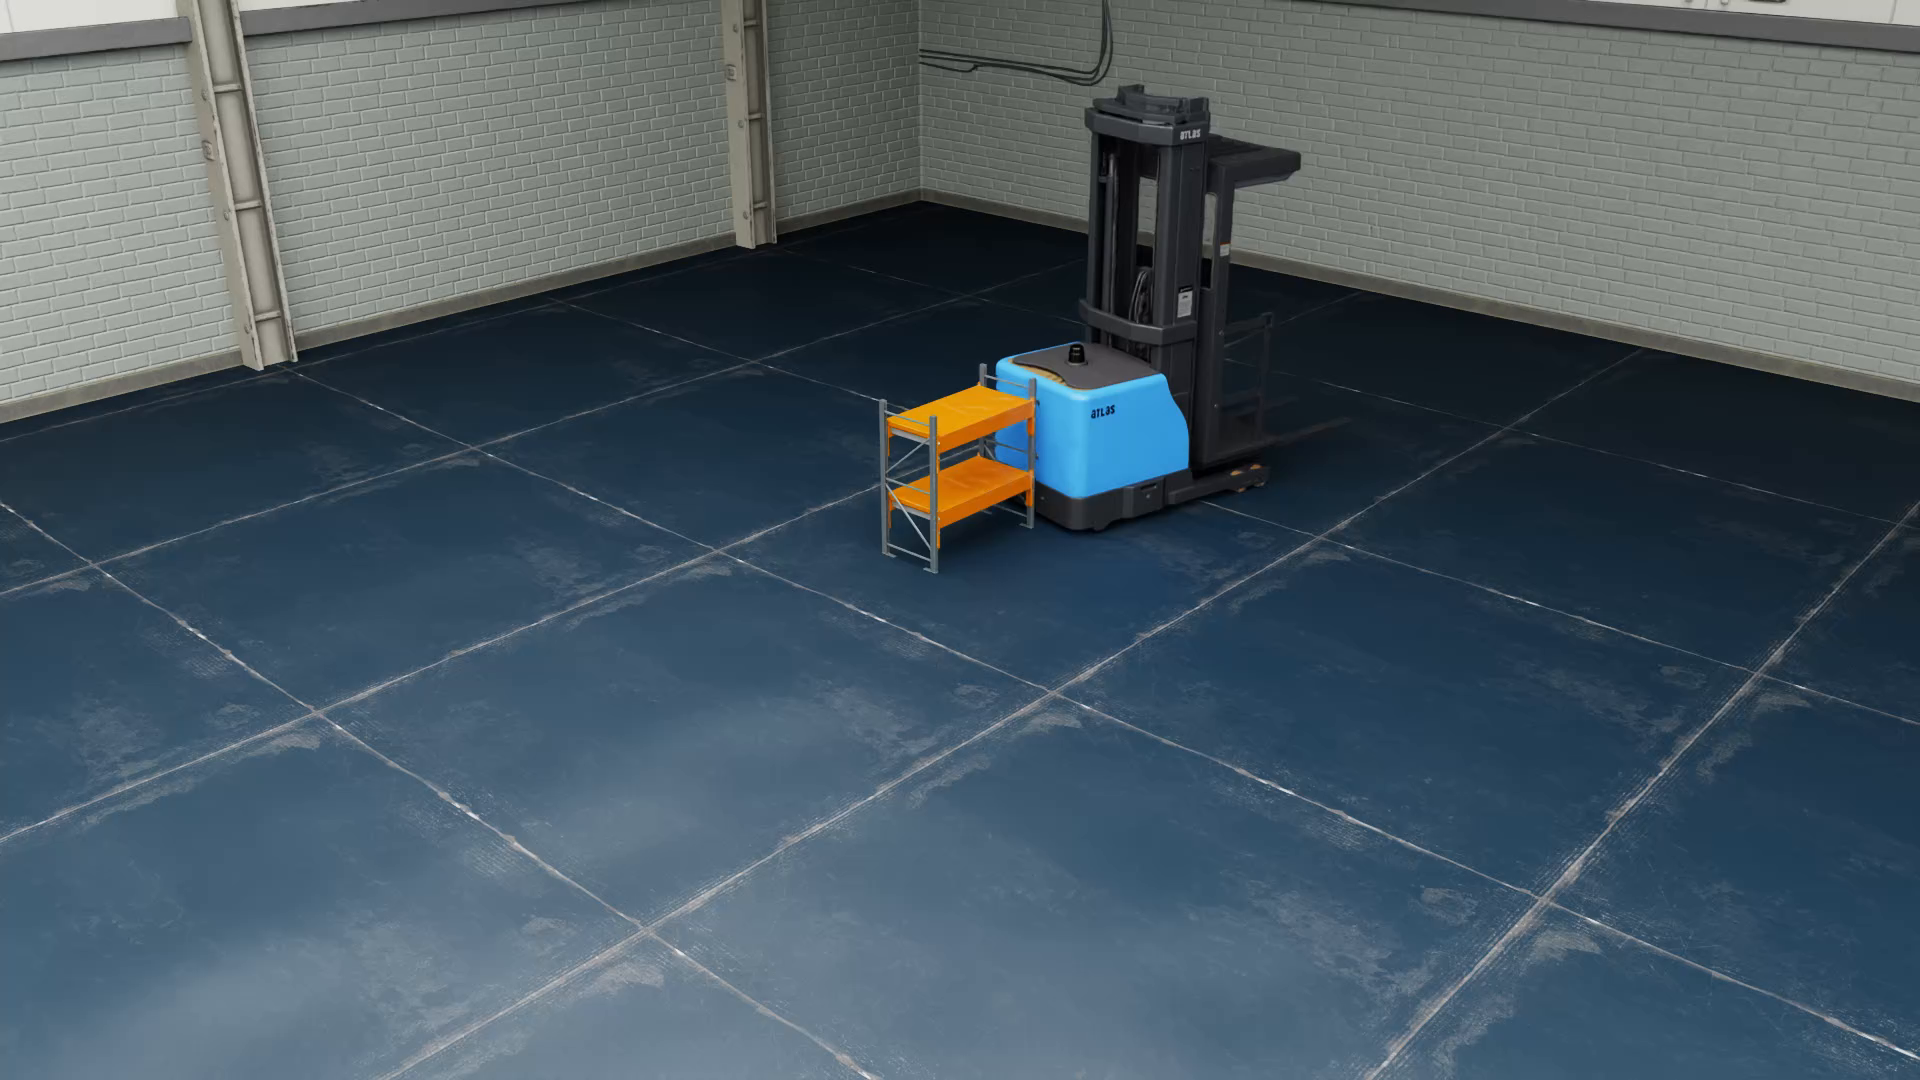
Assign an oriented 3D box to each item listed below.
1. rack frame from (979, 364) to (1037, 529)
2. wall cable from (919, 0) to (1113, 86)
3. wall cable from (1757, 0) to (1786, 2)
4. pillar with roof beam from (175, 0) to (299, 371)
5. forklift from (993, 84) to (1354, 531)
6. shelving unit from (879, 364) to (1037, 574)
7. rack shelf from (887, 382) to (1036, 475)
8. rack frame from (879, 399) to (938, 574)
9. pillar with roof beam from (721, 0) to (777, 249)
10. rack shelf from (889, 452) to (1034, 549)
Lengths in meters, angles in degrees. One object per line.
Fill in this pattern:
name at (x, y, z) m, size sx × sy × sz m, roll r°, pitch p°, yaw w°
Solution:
rack frame at (0.335, -0.666, 11.861) m, size 0.500 × 1.125 × 0.032 m, roll 20°, pitch 31°, yaw 38°
wall cable at (0.558, -6.703, 19.496) m, size 3.097 × 2.526 × 0.112 m, roll 20°, pitch 31°, yaw 38°
wall cable at (7.617, -7.075, 12.373) m, size 2.305 × 6.003 × 0.169 m, roll 20°, pitch 31°, yaw 38°
pillar with roof beam at (-3.192, -4.580, 10.966) m, size 9.100 × 9.000 × 0.400 m, roll 20°, pitch 31°, yaw 38°
forklift at (1.742, -1.857, 12.308) m, size 3.031 × 2.935 × 1.130 m, roll -16°, pitch 29°, yaw -32°
shelving unit at (-0.005, -0.511, 11.515) m, size 0.538 × 1.125 × 1.048 m, roll 20°, pitch 31°, yaw 38°
rack shelf at (-0.005, -0.778, 11.396) m, size 0.538 × 0.278 × 1.000 m, roll 20°, pitch 31°, yaw 38°
rack frame at (-0.344, -0.356, 11.170) m, size 0.500 × 1.125 × 0.032 m, roll 20°, pitch 31°, yaw 38°
pillar with roof beam at (0.813, -6.408, 15.043) m, size 9.100 × 9.000 × 0.400 m, roll 20°, pitch 31°, yaw 38°
rack shelf at (-0.005, -0.288, 11.615) m, size 0.538 × 0.278 × 1.000 m, roll 20°, pitch 31°, yaw 38°
